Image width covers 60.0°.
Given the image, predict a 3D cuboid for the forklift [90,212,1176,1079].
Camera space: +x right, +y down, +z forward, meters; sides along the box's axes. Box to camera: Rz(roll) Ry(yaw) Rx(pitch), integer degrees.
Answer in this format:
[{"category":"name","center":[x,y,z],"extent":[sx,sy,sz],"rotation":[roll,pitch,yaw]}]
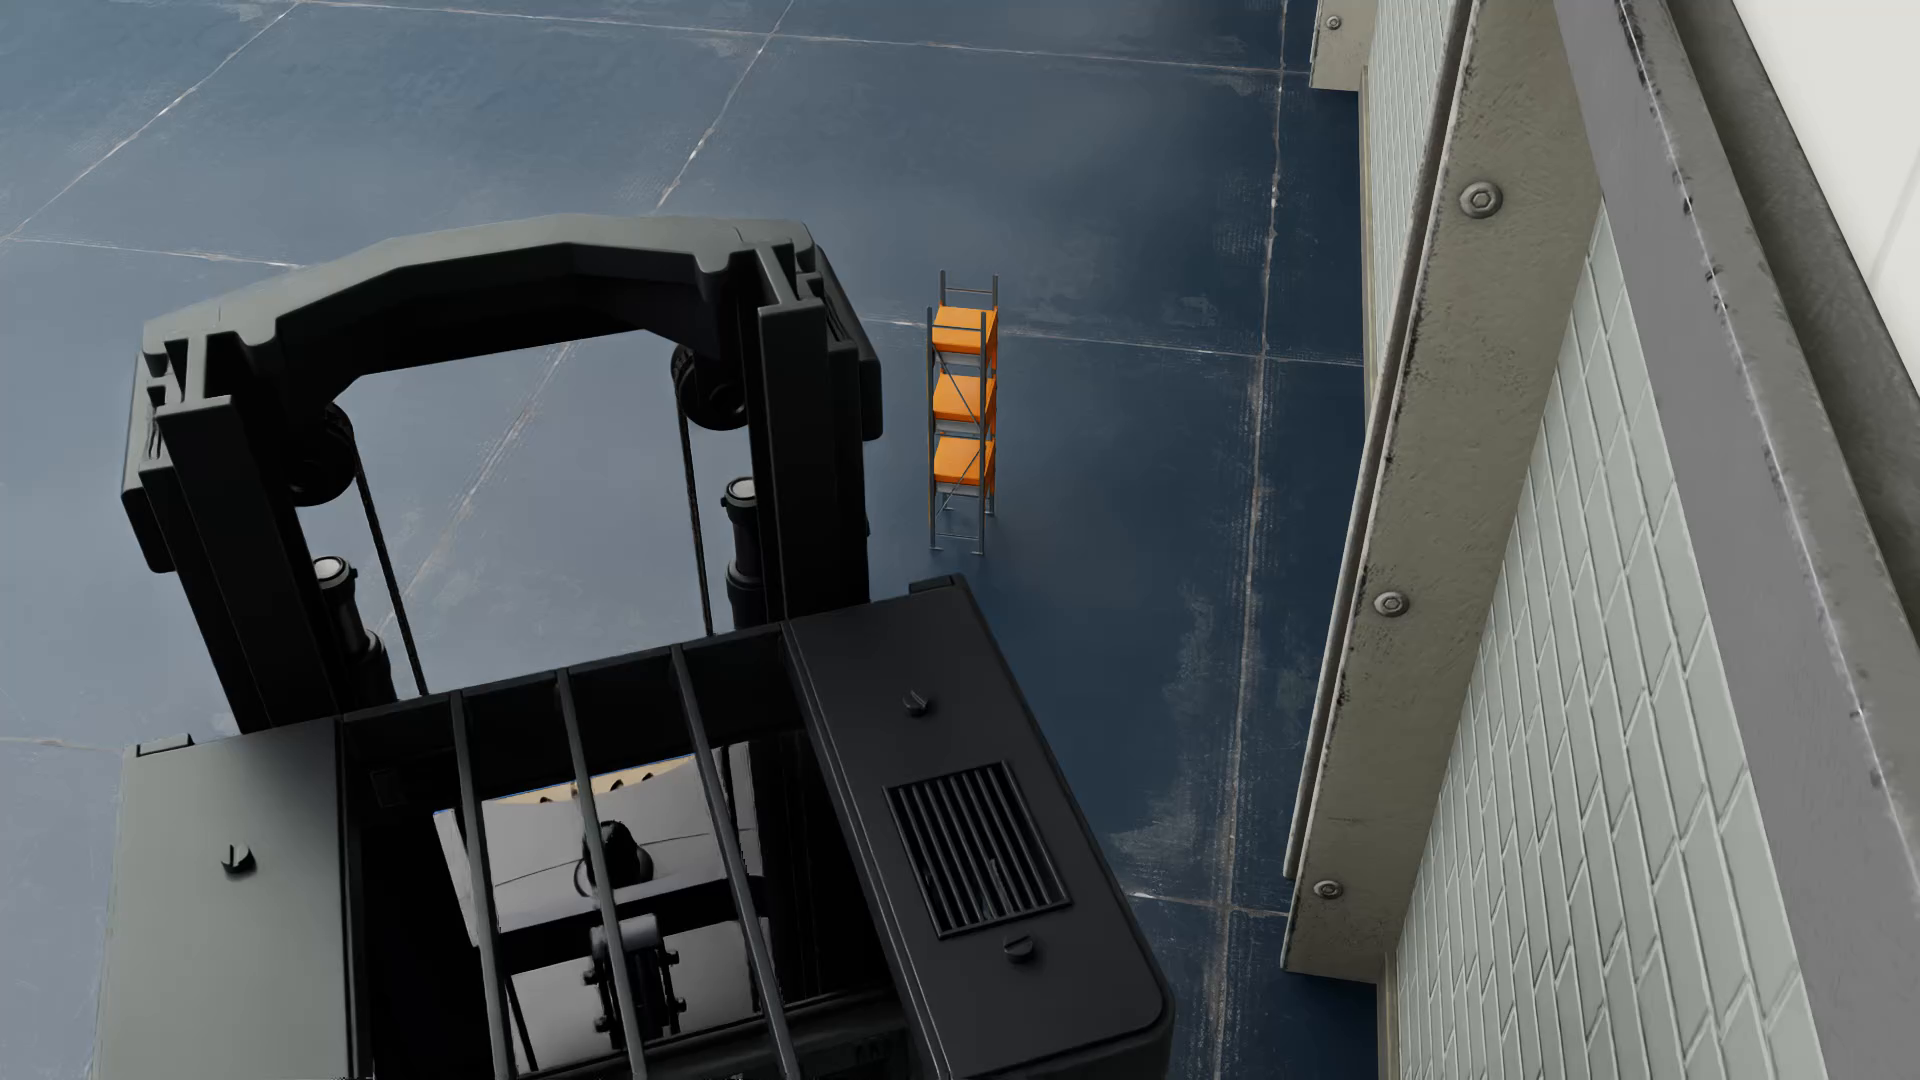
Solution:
[{"category":"forklift","center":[-0.417,1.125,2.589],"extent":[1.130,2.935,3.031],"rotation":[-12,41,-14]}]

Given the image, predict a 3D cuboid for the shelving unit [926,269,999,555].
[{"category":"shelving unit","center":[0.009,-0.438,5.956],"extent":[0.215,1.050,0.252],"rotation":[6,40,8]}]

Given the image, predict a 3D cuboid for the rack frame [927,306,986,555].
[{"category":"rack frame","center":[-0.012,-0.362,5.863],"extent":[0.200,1.050,0.008],"rotation":[6,40,8]}]

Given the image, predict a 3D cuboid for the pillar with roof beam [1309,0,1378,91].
[{"category":"pillar with roof beam","center":[-2.097,-6.585,7.153],"extent":[9.100,9.000,0.400],"rotation":[6,40,8]}]

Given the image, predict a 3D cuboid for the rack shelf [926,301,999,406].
[{"category":"rack shelf","center":[0.009,-0.649,5.782],"extent":[0.215,0.259,0.240],"rotation":[6,40,8]}]

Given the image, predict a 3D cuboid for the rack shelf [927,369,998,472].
[{"category":"rack shelf","center":[0.009,-0.430,5.963],"extent":[0.215,0.259,0.240],"rotation":[6,40,8]}]

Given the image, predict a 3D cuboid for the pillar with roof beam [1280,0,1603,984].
[{"category":"pillar with roof beam","center":[-3.136,-2.820,2.598],"extent":[9.100,9.000,0.400],"rotation":[6,40,8]}]

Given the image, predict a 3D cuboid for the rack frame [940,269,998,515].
[{"category":"rack frame","center":[0.030,-0.515,6.049],"extent":[0.200,1.050,0.008],"rotation":[6,40,8]}]

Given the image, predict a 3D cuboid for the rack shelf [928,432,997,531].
[{"category":"rack shelf","center":[0.009,-0.216,6.140],"extent":[0.215,0.259,0.240],"rotation":[6,40,8]}]
